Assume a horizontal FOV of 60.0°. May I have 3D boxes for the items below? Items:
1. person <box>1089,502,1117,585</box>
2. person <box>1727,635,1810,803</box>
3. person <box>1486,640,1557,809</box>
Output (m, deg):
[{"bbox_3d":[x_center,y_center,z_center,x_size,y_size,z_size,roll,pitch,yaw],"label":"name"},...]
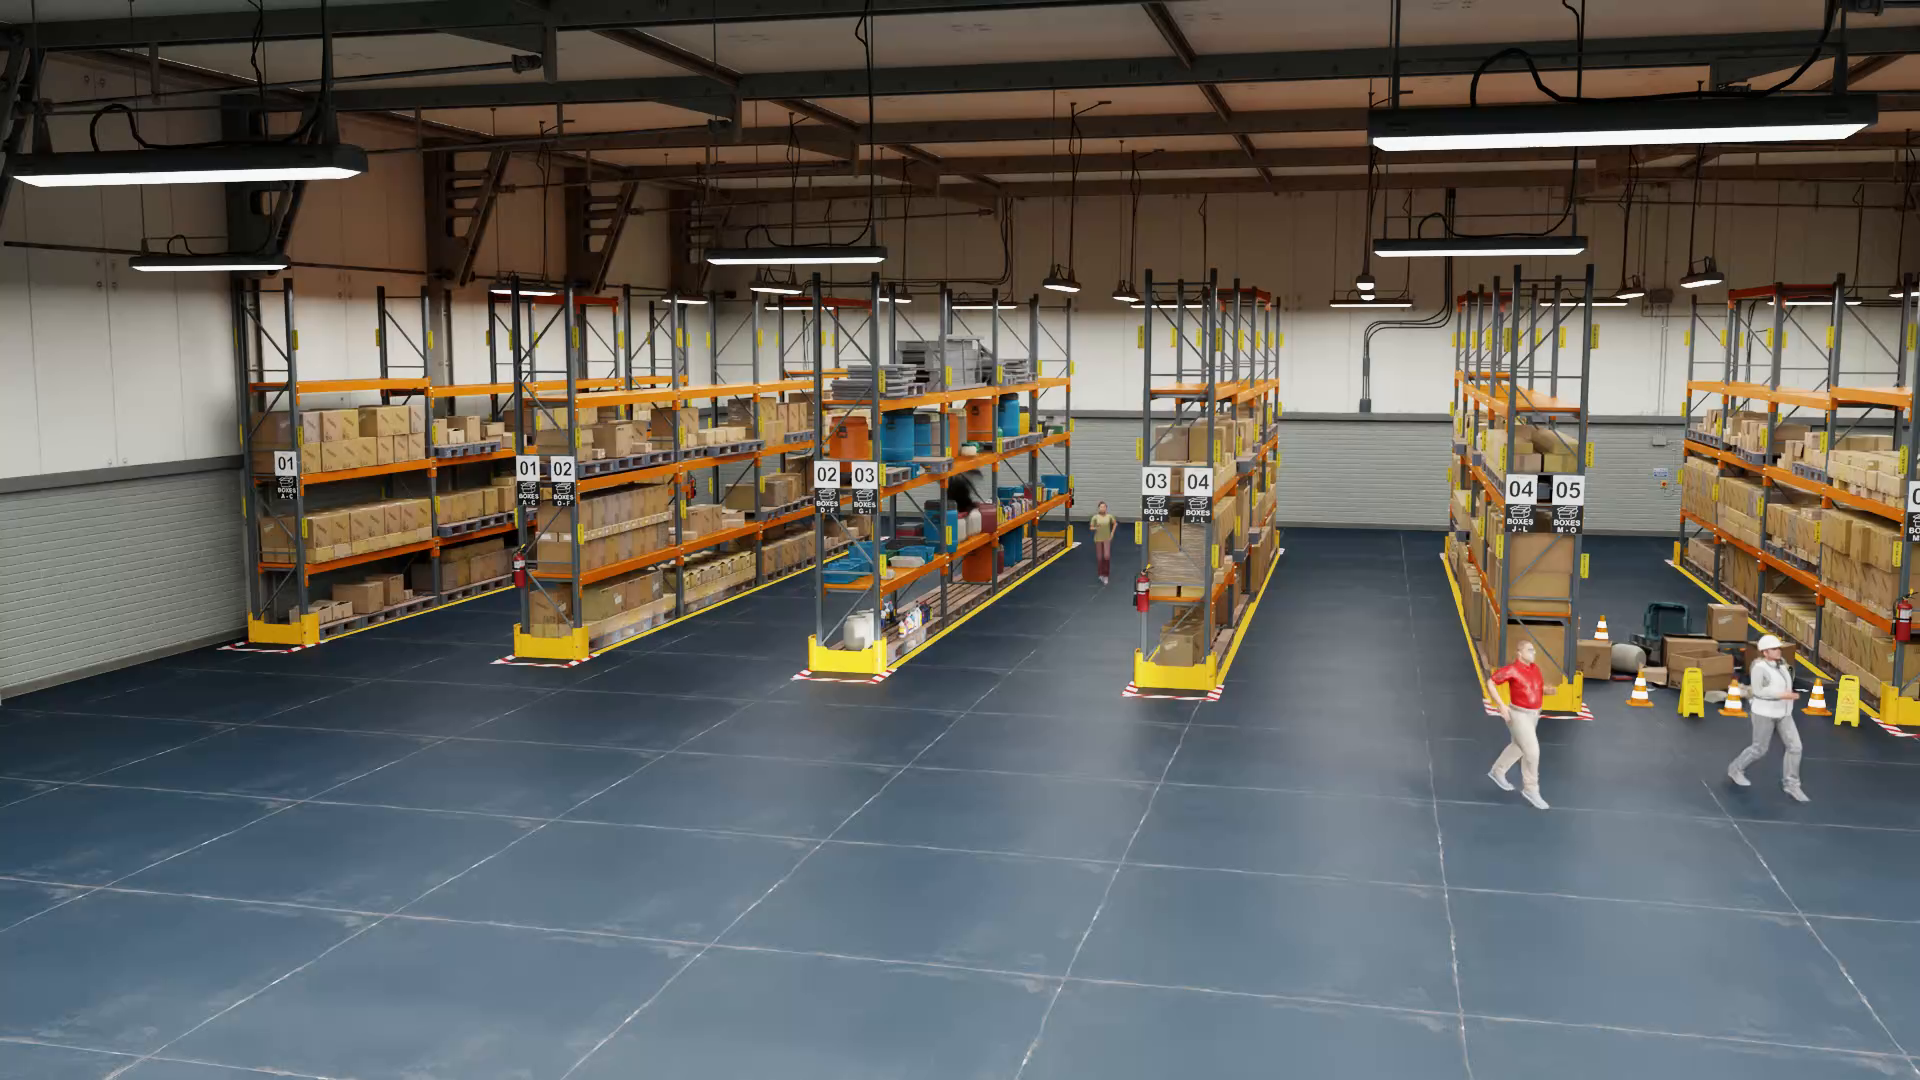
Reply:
[{"bbox_3d":[2.955,0.057,34.401,0.558,1.708,0.669,1,7,7],"label":"person"},{"bbox_3d":[8.959,1.941,18.341,0.659,1.799,0.882,-3,8,-27],"label":"person"},{"bbox_3d":[6.120,1.978,18.137,0.640,1.788,0.837,-6,9,-41],"label":"person"}]
